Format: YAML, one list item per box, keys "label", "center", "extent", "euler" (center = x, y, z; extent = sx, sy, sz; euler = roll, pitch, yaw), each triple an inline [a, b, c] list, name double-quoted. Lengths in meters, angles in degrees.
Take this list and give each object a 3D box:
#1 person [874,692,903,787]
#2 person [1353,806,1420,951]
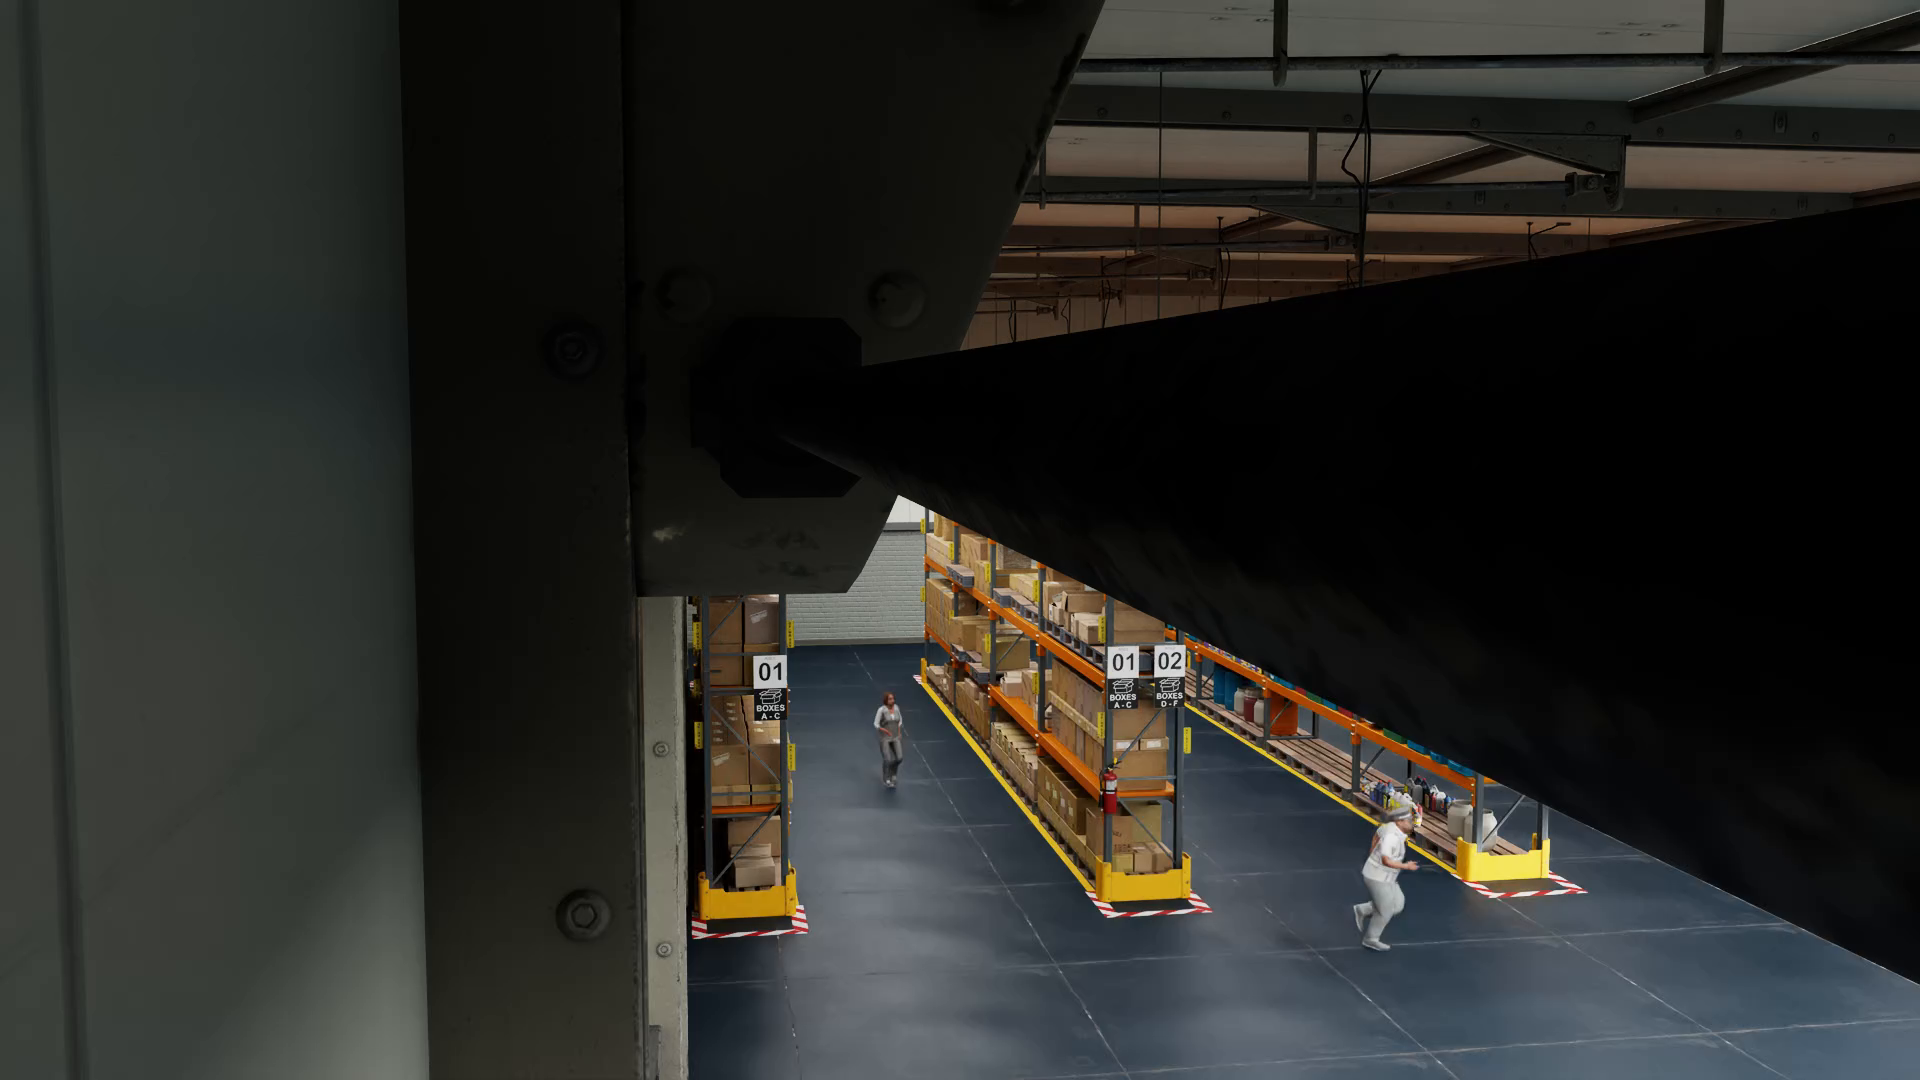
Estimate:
- label: "person"
  center: [-1.119, 3.202, 26.602]
  extent: [0.534, 1.561, 0.576]
  euler: [-2, 5, -23]
- label: "person"
  center: [4.841, 3.841, 18.894]
  extent: [0.752, 1.696, 0.653]
  euler: [2, 6, 25]
